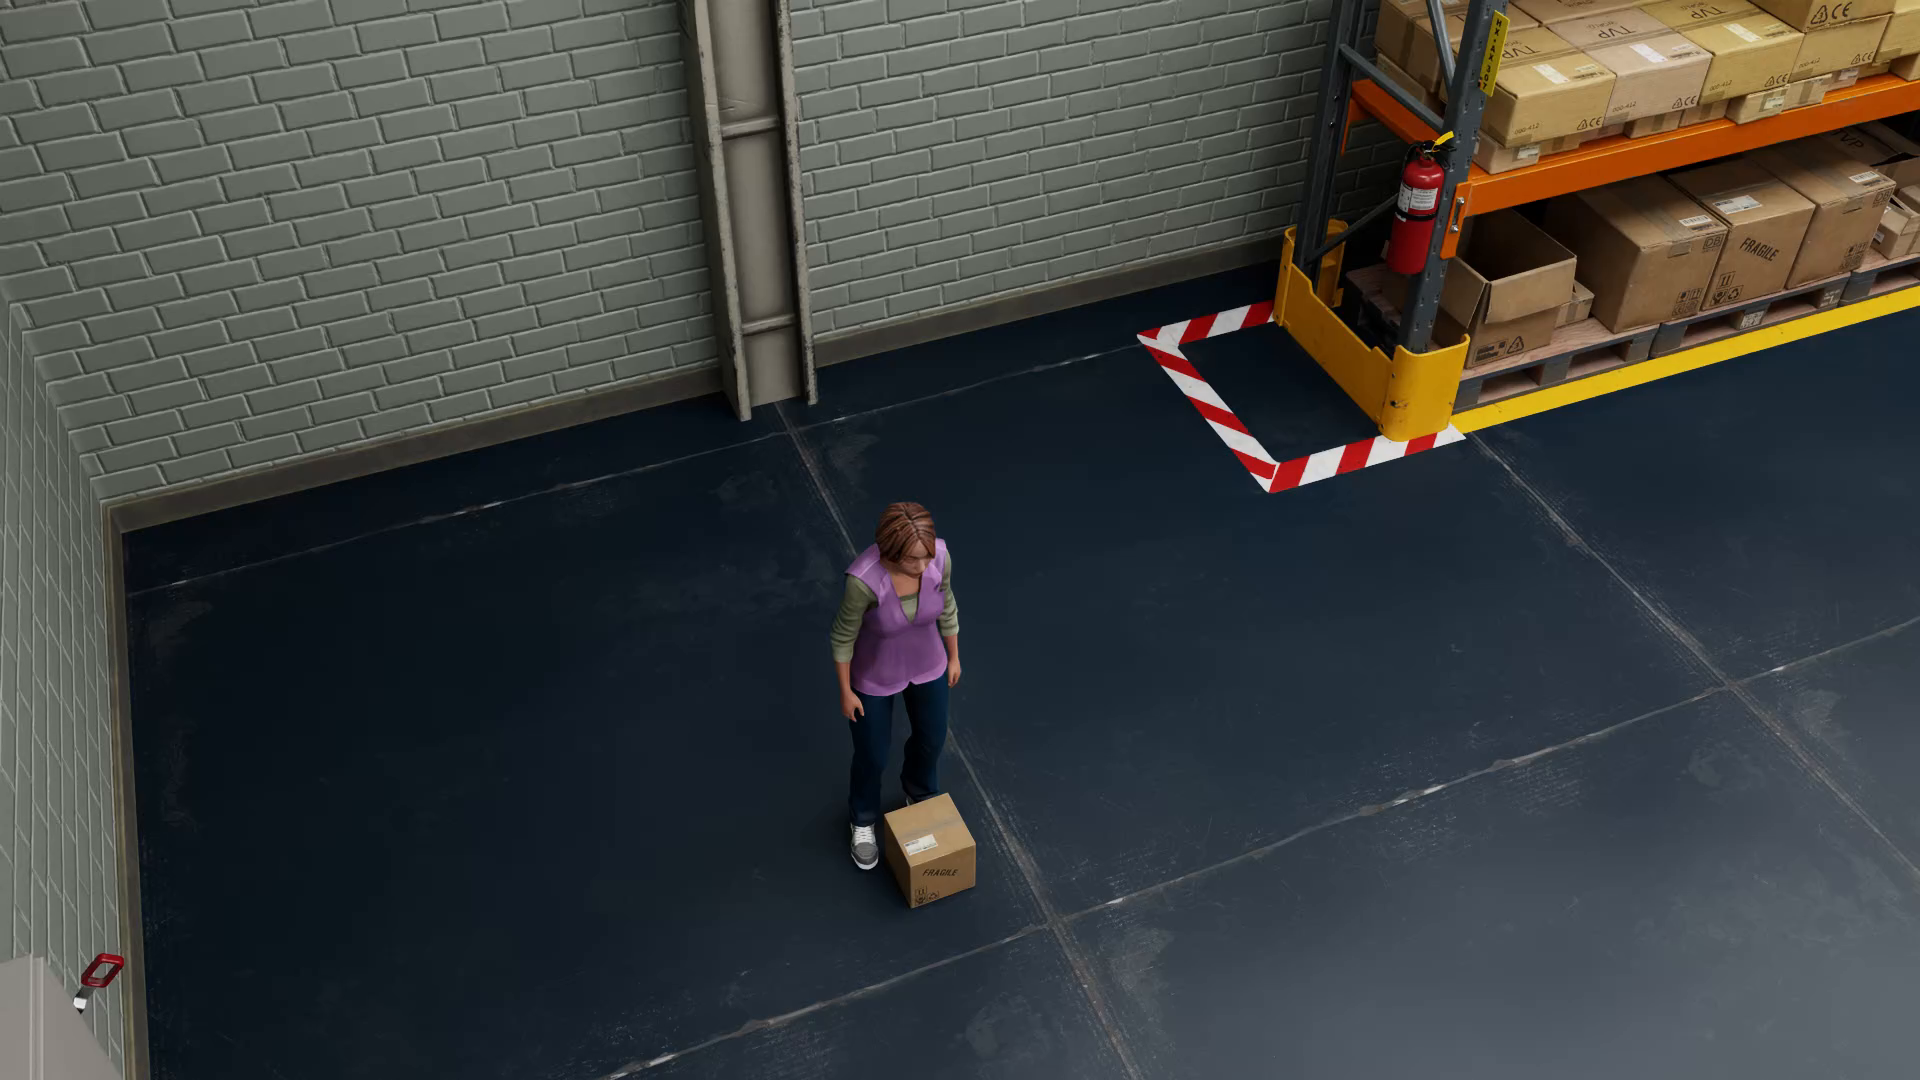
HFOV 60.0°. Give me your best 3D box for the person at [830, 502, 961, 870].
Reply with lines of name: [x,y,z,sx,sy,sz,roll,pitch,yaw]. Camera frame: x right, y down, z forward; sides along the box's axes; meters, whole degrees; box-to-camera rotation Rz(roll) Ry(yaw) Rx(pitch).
person: [-0.211,0.463,5.661,0.474,1.592,0.346,-18,45,-19]
